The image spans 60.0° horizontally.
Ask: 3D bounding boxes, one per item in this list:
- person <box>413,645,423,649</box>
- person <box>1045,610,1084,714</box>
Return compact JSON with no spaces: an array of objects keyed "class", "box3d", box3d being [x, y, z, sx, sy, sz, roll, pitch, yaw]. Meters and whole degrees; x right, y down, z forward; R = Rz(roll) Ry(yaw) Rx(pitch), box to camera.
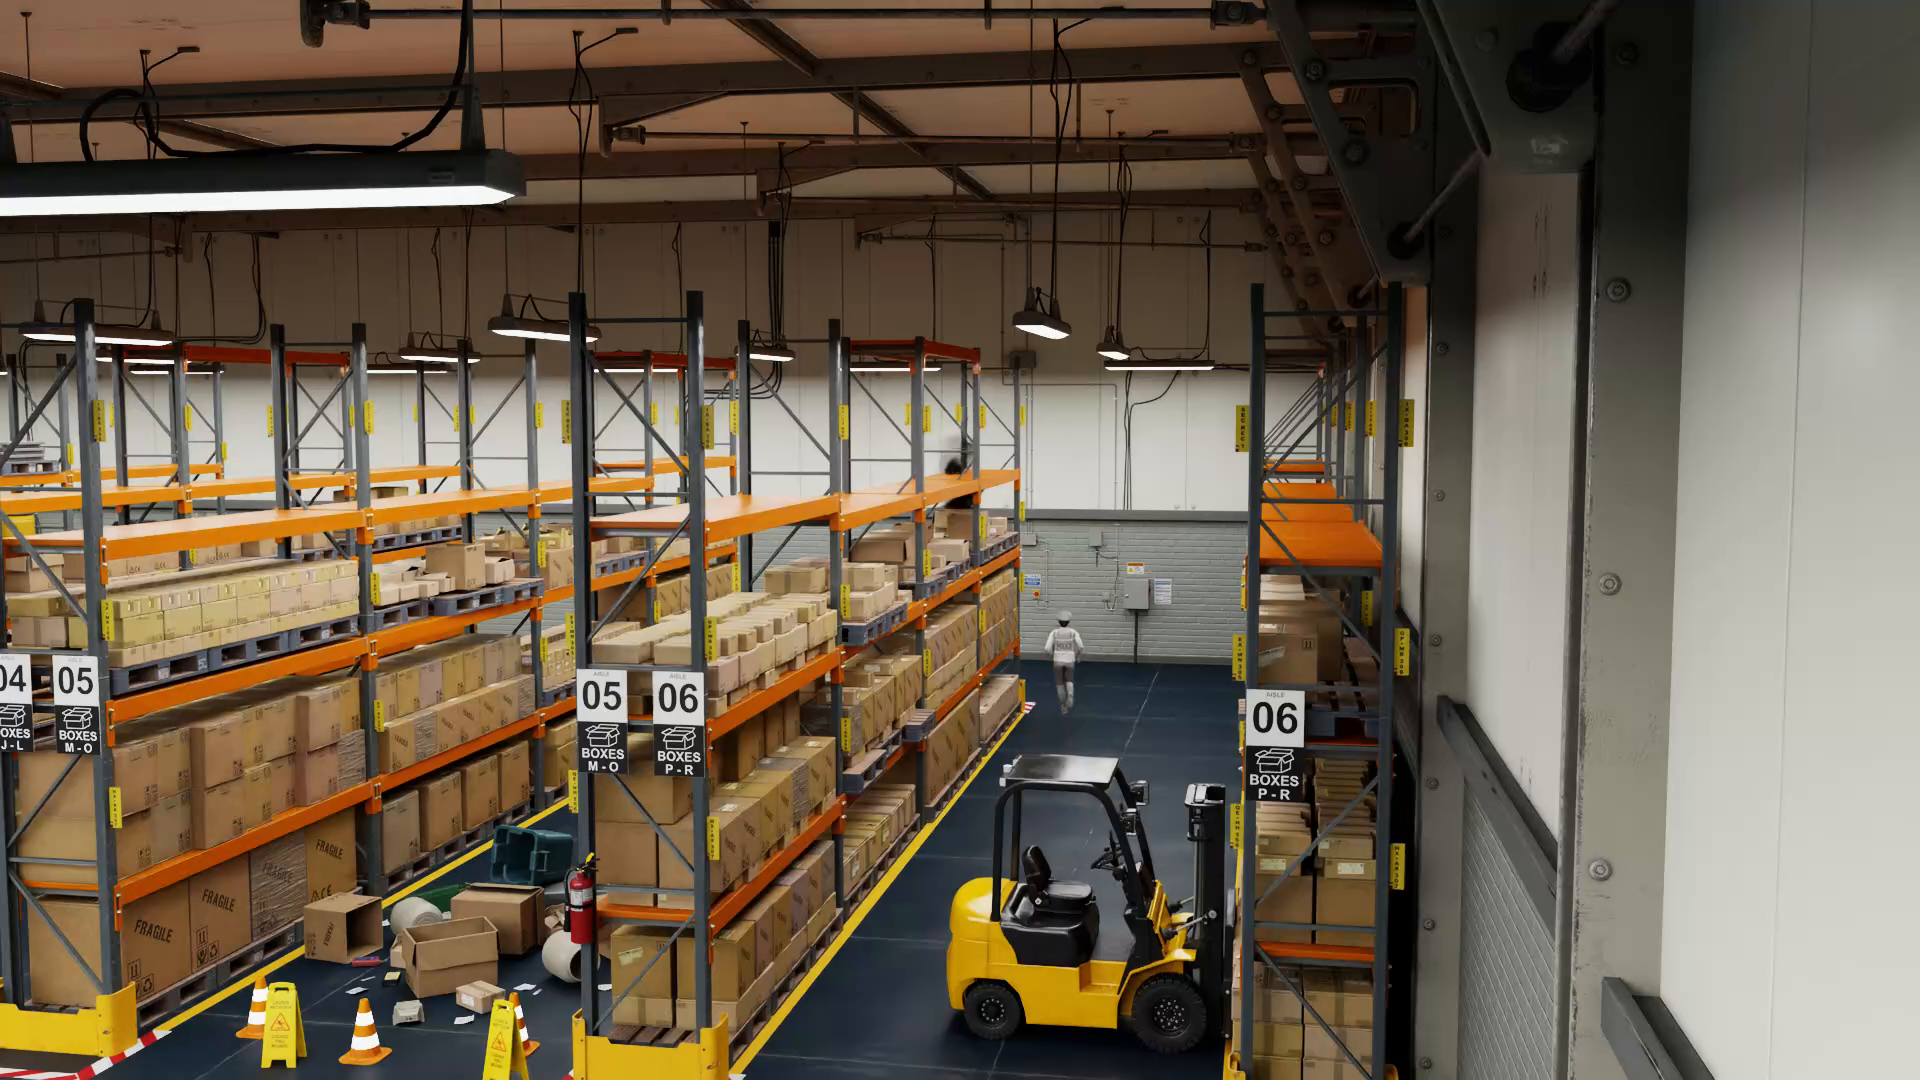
[{"class":"person","box3d":[-7.876,2.369,24.231,0.640,1.695,0.616,0,5,1]},{"class":"person","box3d":[1.641,1.941,26.255,0.615,1.667,0.555,0,5,0]}]
